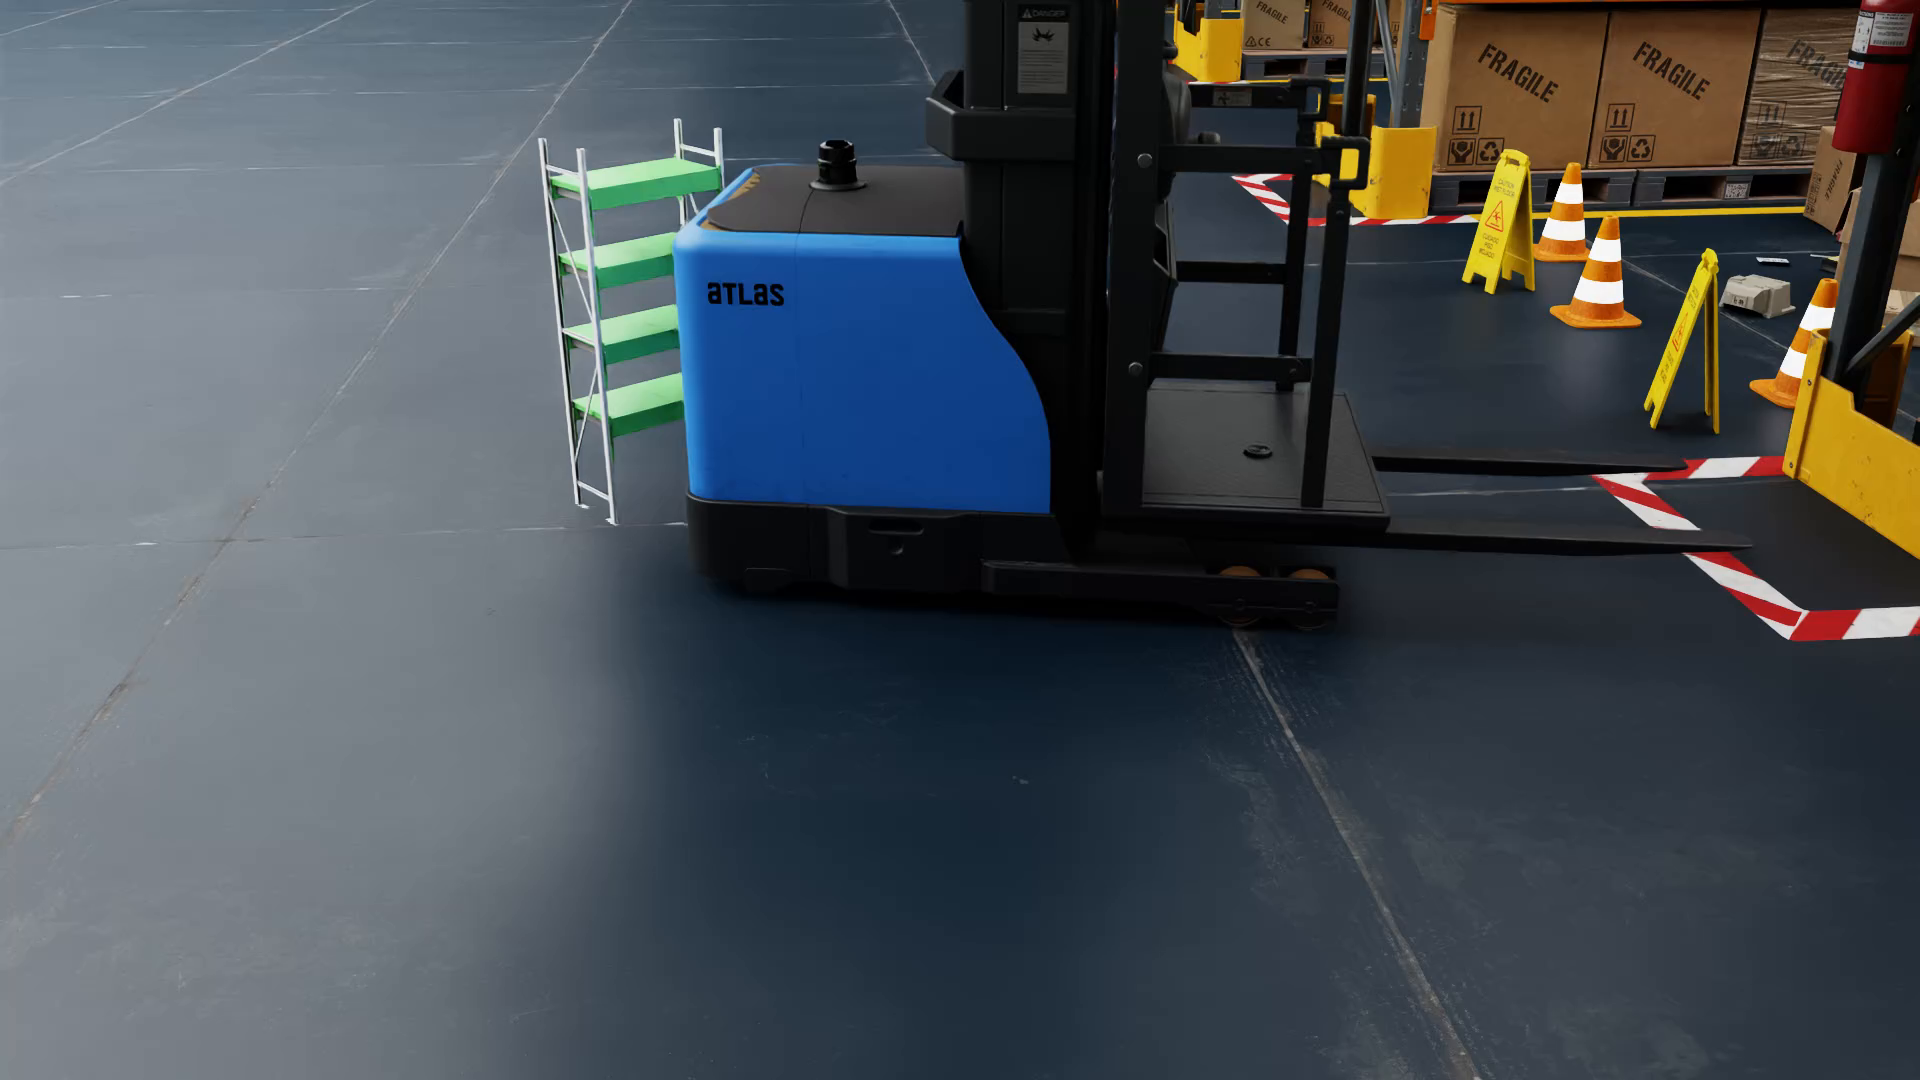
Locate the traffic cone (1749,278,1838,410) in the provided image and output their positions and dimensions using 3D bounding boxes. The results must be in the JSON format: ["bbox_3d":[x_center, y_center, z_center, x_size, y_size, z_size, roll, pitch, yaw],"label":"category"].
[{"bbox_3d":[3.312,-0.778,6.431,0.334,0.463,0.336,-2,24,-5],"label":"traffic cone"}]

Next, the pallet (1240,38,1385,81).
[{"bbox_3d":[2.924,-4.151,14.330,1.213,0.211,1.003,-2,24,-5],"label":"pallet"}]

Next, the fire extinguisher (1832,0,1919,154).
[{"bbox_3d":[2.852,-1.545,5.128,0.183,0.674,0.296,-2,24,-5],"label":"fire extinguisher"}]

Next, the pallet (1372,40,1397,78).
[{"bbox_3d":[4.136,-4.199,14.436,1.213,0.211,1.003,-2,24,-5],"label":"pallet"}]

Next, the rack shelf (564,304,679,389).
[{"bbox_3d":[-1.008,-0.640,5.369,0.480,0.148,0.258,-21,31,-39],"label":"rack shelf"}]

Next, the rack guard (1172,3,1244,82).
[{"bbox_3d":[2.112,-4.265,14.230,0.348,0.500,1.175,-2,24,-5],"label":"rack guard"}]

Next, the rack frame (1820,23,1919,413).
[{"bbox_3d":[3.011,-1.399,4.704,0.127,3.000,1.000,-2,24,-5],"label":"rack frame"}]

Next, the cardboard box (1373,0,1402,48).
[{"bbox_3d":[3.876,-4.527,14.303,0.500,0.500,0.500,0,24,0],"label":"cardboard box"}]

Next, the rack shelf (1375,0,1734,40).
[{"bbox_3d":[4.414,-3.147,9.522,4.000,0.370,1.077,-2,24,-5],"label":"rack shelf"}]

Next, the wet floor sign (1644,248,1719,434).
[{"bbox_3d":[2.717,-0.748,6.138,0.232,0.644,0.267,6,25,13],"label":"wet floor sign"}]

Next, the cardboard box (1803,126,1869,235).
[{"bbox_3d":[4.960,-1.937,8.990,0.500,0.500,0.500,2,24,4],"label":"cardboard box"}]

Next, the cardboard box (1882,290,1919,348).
[{"bbox_3d":[4.116,-0.965,7.237,0.250,0.149,0.380,10,26,22],"label":"cardboard box"}]

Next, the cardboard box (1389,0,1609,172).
[{"bbox_3d":[3.092,-2.670,9.663,0.875,0.875,0.875,-2,24,-5],"label":"cardboard box"}]

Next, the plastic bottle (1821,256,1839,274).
[{"bbox_3d":[4.432,-1.373,8.265,0.283,0.061,0.133,-11,26,-23],"label":"plastic bottle"}]

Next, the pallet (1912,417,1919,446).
[{"bbox_3d":[3.898,-0.146,5.318,1.213,0.211,1.003,-2,24,-5],"label":"pallet"}]

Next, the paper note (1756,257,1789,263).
[{"bbox_3d":[4.110,-1.413,8.393,0.142,0.017,0.144,6,25,13],"label":"paper note"}]

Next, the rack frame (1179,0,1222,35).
[{"bbox_3d":[2.037,-5.404,13.716,0.127,3.000,1.000,-2,24,-5],"label":"rack frame"}]

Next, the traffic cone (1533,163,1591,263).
[{"bbox_3d":[3.092,-1.683,8.468,0.334,0.463,0.336,-2,24,-5],"label":"traffic cone"}]

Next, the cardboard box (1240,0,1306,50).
[{"bbox_3d":[2.660,-4.472,14.179,0.500,0.500,0.500,2,24,5],"label":"cardboard box"}]

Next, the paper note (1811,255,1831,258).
[{"bbox_3d":[4.415,-1.448,8.495,0.123,0.001,0.032,10,26,22],"label":"paper note"}]

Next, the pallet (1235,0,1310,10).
[{"bbox_3d":[3.641,-6.232,19.011,1.213,0.211,1.003,-2,24,-5],"label":"pallet"}]

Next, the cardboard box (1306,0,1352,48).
[{"bbox_3d":[3.251,-4.510,14.264,0.500,0.500,0.500,4,24,9],"label":"cardboard box"}]

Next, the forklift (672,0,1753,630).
[{"bbox_3d":[0.753,-1.315,4.600,3.031,2.935,1.130,2,24,5],"label":"forklift"}]

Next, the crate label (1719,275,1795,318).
[{"bbox_3d":[3.641,-1.121,7.603,0.298,0.136,0.250,-16,29,-32],"label":"crate label"}]

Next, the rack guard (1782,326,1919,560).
[{"bbox_3d":[3.086,-0.260,5.218,0.348,0.500,1.175,-2,24,-5],"label":"rack guard"}]

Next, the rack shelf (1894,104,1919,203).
[{"bbox_3d":[5.001,-1.150,5.030,4.000,0.370,1.077,-2,24,-5],"label":"rack shelf"}]

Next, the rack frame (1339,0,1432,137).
[{"bbox_3d":[2.424,-3.395,9.196,0.127,3.000,1.000,-2,24,-5],"label":"rack frame"}]

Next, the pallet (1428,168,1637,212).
[{"bbox_3d":[3.212,-2.185,9.905,1.213,0.211,1.003,-2,24,-5],"label":"pallet"}]

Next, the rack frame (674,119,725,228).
[{"bbox_3d":[-0.830,-0.766,5.496,0.015,1.200,0.240,-21,31,-39],"label":"rack frame"}]

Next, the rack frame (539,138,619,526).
[{"bbox_3d":[-1.187,-0.631,5.191,0.015,1.200,0.240,-21,31,-39],"label":"rack frame"}]

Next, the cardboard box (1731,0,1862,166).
[{"bbox_3d":[4.875,-2.742,9.824,0.875,0.875,0.875,-2,24,-5],"label":"cardboard box"}]

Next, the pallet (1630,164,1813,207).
[{"bbox_3d":[4.423,-2.232,10.012,1.213,0.211,1.003,-2,24,-5],"label":"pallet"}]

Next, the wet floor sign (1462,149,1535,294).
[{"bbox_3d":[2.589,-1.518,7.871,0.232,0.644,0.267,-6,25,-14],"label":"wet floor sign"}]

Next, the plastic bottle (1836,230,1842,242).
[{"bbox_3d":[4.752,-1.565,8.696,0.133,0.061,0.283,-11,26,-23],"label":"plastic bottle"}]

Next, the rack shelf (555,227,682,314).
[{"bbox_3d":[-1.008,-0.859,5.272,0.480,0.148,0.258,-21,31,-39],"label":"rack shelf"}]

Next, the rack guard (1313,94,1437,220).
[{"bbox_3d":[2.400,-2.252,9.702,0.348,0.500,1.175,-2,24,-5],"label":"rack guard"}]

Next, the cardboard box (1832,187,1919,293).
[{"bbox_3d":[4.510,-1.351,7.671,0.797,0.503,0.637,22,32,40],"label":"cardboard box"}]

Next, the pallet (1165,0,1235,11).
[{"bbox_3d":[2.430,-6.184,18.904,1.213,0.211,1.003,-2,24,-5],"label":"pallet"}]

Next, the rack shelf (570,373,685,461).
[{"bbox_3d":[-1.008,-0.420,5.467,0.480,0.148,0.258,-21,31,-39],"label":"rack shelf"}]

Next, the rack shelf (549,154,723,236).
[{"bbox_3d":[-1.008,-1.078,5.174,0.480,0.148,0.258,-21,31,-39],"label":"rack shelf"}]

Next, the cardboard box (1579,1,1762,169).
[{"bbox_3d":[3.967,-2.706,9.744,0.875,0.875,0.875,-3,24,-6],"label":"cardboard box"}]

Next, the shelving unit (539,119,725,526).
[{"bbox_3d":[-1.008,-0.698,5.343,0.503,1.200,0.258,-21,31,-39],"label":"shelving unit"}]

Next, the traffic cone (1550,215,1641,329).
[{"bbox_3d":[2.864,-1.213,7.410,0.334,0.463,0.336,-2,24,-5],"label":"traffic cone"}]
